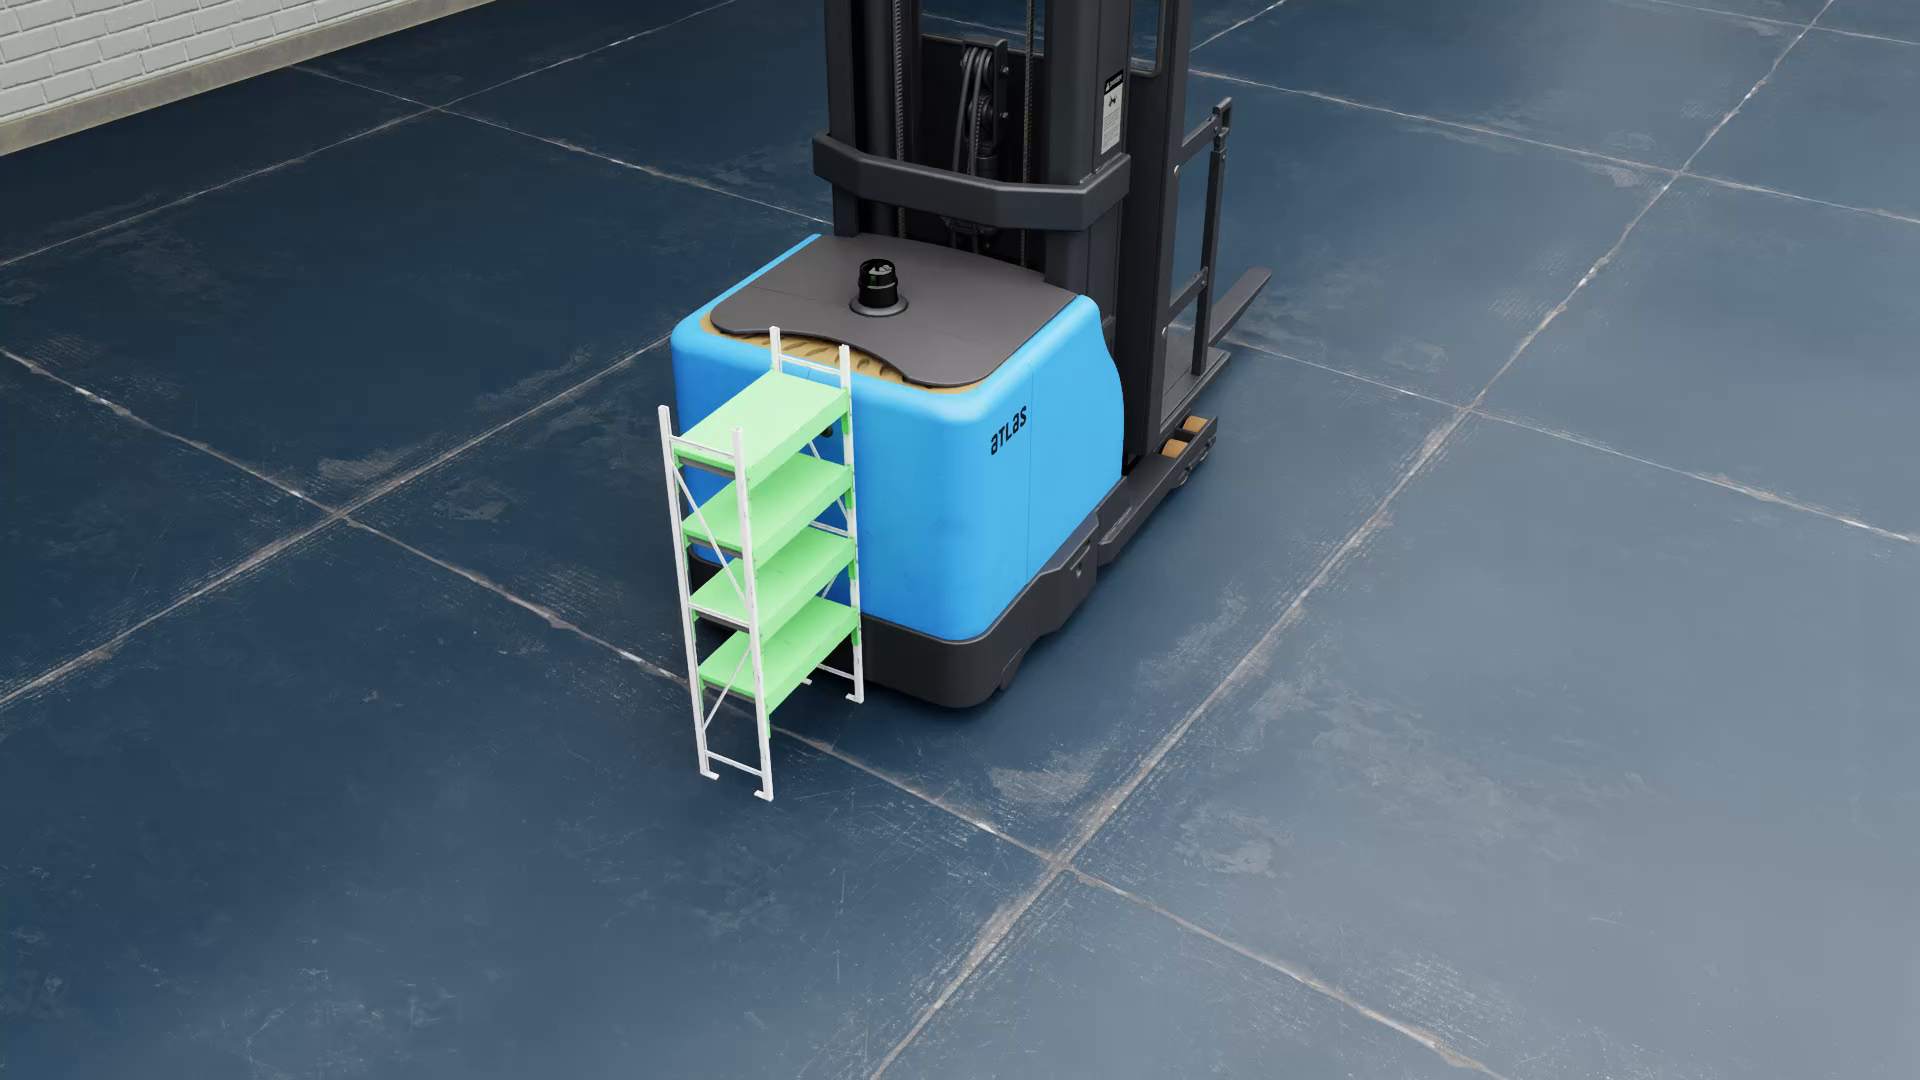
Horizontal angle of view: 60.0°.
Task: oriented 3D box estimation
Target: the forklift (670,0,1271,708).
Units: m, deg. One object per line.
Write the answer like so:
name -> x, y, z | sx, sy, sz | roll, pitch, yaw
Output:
forklift -> 0.301, -1.523, 5.385 | 1.130, 2.935, 3.031 | 17, 38, 23

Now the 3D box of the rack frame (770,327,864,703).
rack frame -> -0.400, -0.039, 4.737 | 0.240, 1.200, 0.015 | 17, 38, 23

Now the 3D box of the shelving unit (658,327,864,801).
shelving unit -> -0.517, 0.081, 4.560 | 0.258, 1.200, 0.503 | 17, 38, 23

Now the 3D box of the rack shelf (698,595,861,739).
rack shelf -> -0.517, 0.332, 4.730 | 0.258, 0.148, 0.480 | 17, 38, 23

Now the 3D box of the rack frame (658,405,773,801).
rack frame -> -0.634, 0.201, 4.382 | 0.240, 1.200, 0.015 | 17, 38, 23

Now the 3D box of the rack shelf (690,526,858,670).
rack shelf -> -0.517, 0.134, 4.595 | 0.258, 0.148, 0.480 | 17, 38, 23

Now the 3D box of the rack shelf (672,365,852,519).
rack shelf -> -0.517, -0.264, 4.326 | 0.258, 0.148, 0.480 | 17, 38, 23

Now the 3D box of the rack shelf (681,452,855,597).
rack shelf -> -0.517, -0.065, 4.461 | 0.258, 0.148, 0.480 | 17, 38, 23
